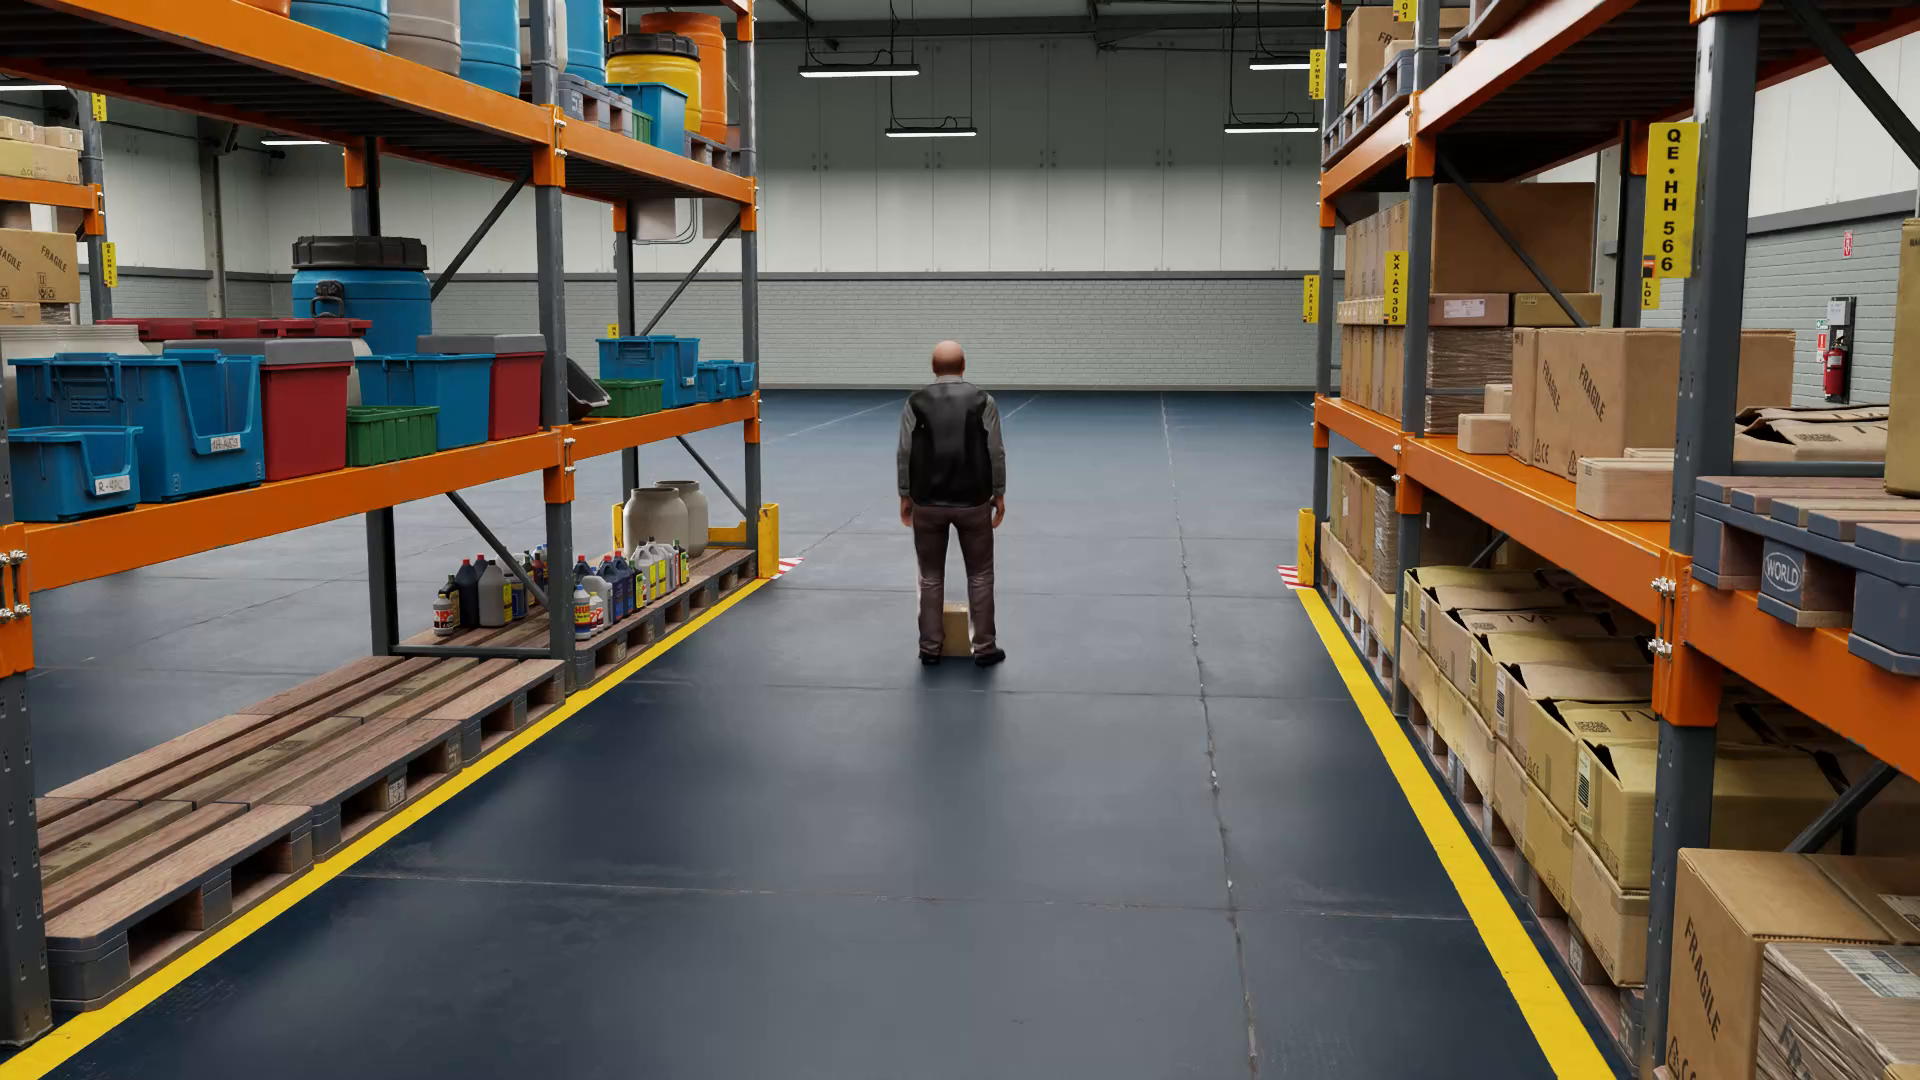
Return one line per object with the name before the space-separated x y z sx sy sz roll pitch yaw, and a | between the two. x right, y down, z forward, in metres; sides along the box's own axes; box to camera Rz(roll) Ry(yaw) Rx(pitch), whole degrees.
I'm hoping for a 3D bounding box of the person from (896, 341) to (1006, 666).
person | -0.046 -0.192 8.841 0.580 1.719 0.426 0 8 3
